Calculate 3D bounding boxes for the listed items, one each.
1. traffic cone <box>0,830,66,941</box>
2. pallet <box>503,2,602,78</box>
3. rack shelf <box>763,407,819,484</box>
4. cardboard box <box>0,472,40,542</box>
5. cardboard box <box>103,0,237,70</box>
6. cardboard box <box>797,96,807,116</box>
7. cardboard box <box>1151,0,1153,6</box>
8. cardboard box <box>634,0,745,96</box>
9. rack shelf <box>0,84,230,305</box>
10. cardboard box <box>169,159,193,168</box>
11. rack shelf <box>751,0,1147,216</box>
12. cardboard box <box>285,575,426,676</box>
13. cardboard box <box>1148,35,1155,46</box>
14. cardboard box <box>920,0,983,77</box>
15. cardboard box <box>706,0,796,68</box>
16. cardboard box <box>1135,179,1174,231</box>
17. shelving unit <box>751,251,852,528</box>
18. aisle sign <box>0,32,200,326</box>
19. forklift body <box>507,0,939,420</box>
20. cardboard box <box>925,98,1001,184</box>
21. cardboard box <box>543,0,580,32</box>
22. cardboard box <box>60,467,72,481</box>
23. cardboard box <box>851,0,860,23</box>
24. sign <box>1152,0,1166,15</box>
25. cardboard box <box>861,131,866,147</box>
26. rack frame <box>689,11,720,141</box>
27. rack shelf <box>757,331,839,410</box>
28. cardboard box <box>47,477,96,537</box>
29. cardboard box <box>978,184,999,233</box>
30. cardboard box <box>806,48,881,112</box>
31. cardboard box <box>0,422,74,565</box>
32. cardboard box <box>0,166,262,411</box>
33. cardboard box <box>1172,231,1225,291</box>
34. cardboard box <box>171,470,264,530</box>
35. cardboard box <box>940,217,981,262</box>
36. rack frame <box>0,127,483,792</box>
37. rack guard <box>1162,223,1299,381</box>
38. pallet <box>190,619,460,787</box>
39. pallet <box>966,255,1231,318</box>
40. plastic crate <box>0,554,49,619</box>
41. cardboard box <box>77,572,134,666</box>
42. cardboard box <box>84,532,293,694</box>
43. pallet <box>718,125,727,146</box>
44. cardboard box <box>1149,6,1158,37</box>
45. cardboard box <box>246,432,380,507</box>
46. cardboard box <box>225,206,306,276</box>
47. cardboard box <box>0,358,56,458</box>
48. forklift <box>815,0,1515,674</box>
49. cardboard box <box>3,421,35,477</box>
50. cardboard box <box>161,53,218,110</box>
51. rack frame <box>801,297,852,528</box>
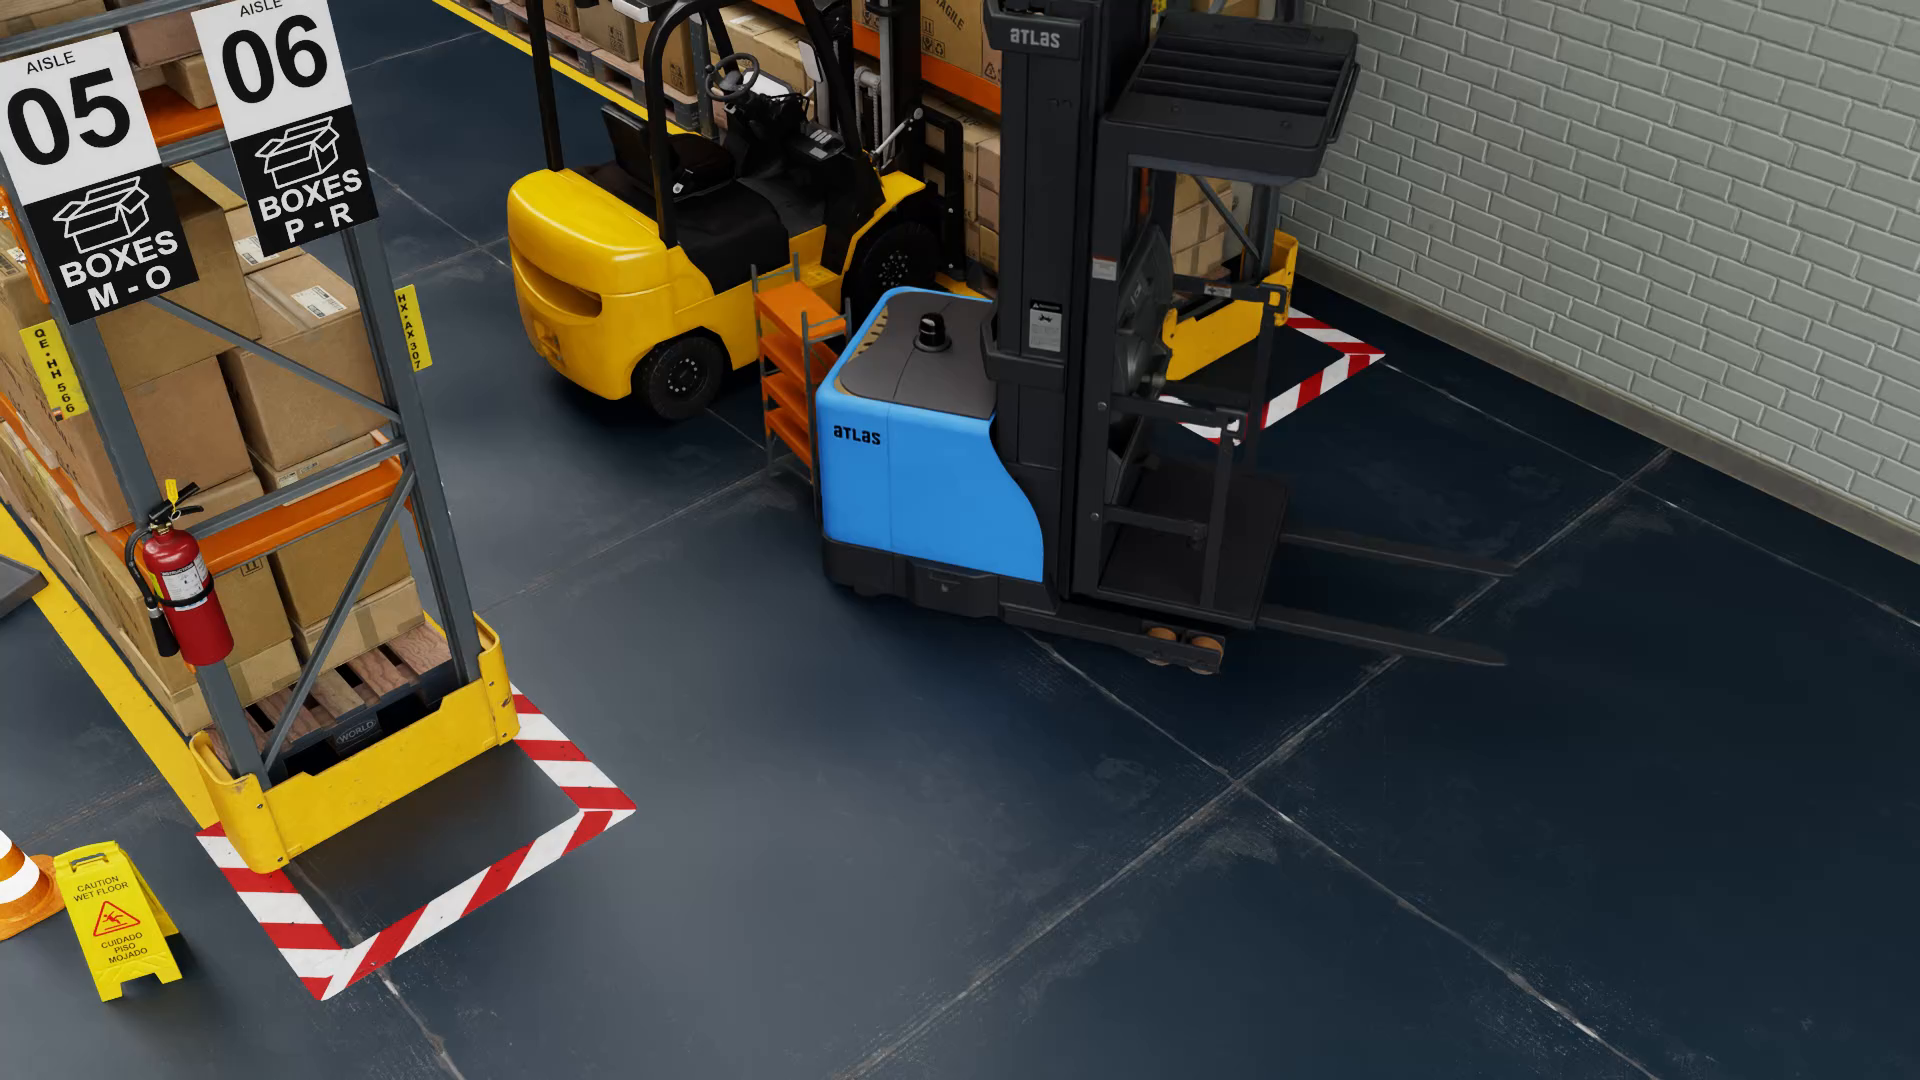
[{"bbox_3d":[-3.555,1.173,6.137,0.336,0.463,0.334,-30,48,-32],"label":"traffic cone"},{"bbox_3d":[-2.722,-3.930,12.655,1.003,0.211,1.213,-30,48,-32],"label":"pallet"},{"bbox_3d":[-0.722,-0.492,8.035,0.258,0.148,0.480,-22,44,-25],"label":"rack shelf"},{"bbox_3d":[-4.089,-0.233,7.714,0.500,0.250,0.500,-31,48,-32],"label":"cardboard box"},{"bbox_3d":[-2.458,-1.733,5.212,0.500,0.250,0.500,-31,48,-32],"label":"cardboard box"},{"bbox_3d":[-0.924,-2.826,10.526,0.500,0.250,0.500,-30,48,-32],"label":"cardboard box"},{"bbox_3d":[0.942,-2.757,8.152,0.380,0.149,0.250,-30,48,-32],"label":"cardboard box"},{"bbox_3d":[-1.727,-3.602,11.586,0.875,0.625,0.625,-28,46,-30],"label":"cardboard box"},{"bbox_3d":[-3.667,-1.976,6.202,1.077,0.370,4.000,-30,48,-32],"label":"rack shelf"},{"bbox_3d":[-3.478,-1.360,6.938,0.500,0.500,0.500,-31,48,-33],"label":"cardboard box"},{"bbox_3d":[-0.013,-2.920,9.758,1.077,0.370,4.000,-30,48,-32],"label":"rack shelf"},{"bbox_3d":[-2.656,0.253,7.112,0.500,0.250,0.500,-30,48,-32],"label":"cardboard box"},{"bbox_3d":[0.814,-2.429,8.499,0.500,0.500,0.500,-31,48,-33],"label":"cardboard box"},{"bbox_3d":[0.123,-2.910,9.094,0.500,0.500,0.500,-31,48,-32],"label":"cardboard box"},{"bbox_3d":[-1.270,-3.251,10.654,0.500,0.250,0.500,-31,48,-32],"label":"cardboard box"},{"bbox_3d":[0.799,-1.837,8.904,0.500,0.250,0.500,-28,47,-30],"label":"cardboard box"},{"bbox_3d":[-0.722,-0.698,7.868,0.258,1.200,0.503,-22,44,-25],"label":"shelving unit"},{"bbox_3d":[-2.486,-1.022,4.767,0.394,0.787,0.004,-30,48,-32],"label":"aisle sign"},{"bbox_3d":[-1.287,-2.046,8.780,2.313,2.155,1.214,-30,48,-32],"label":"forklift body"},{"bbox_3d":[0.100,-2.300,9.477,0.500,0.250,0.500,-29,47,-31],"label":"cardboard box"},{"bbox_3d":[-2.756,-4.311,12.464,0.875,0.625,0.625,-32,49,-33],"label":"cardboard box"},{"bbox_3d":[-3.135,-0.345,6.198,0.380,0.149,0.250,-31,48,-32],"label":"cardboard box"},{"bbox_3d":[-0.550,-3.380,9.676,0.500,0.500,0.500,-30,48,-32],"label":"cardboard box"},{"bbox_3d":[0.931,-2.592,7.670,0.100,0.325,0.005,-30,48,-32],"label":"sign"},{"bbox_3d":[-0.251,-2.354,9.942,0.500,0.250,0.500,-30,48,-32],"label":"cardboard box"},{"bbox_3d":[-1.366,-4.125,10.678,1.000,3.000,0.127,-30,48,-32],"label":"rack frame"},{"bbox_3d":[-0.722,-0.820,7.769,0.258,0.148,0.480,-22,44,-25],"label":"rack shelf"},{"bbox_3d":[-3.346,-0.202,6.562,0.380,0.149,0.250,-29,47,-31],"label":"cardboard box"},{"bbox_3d":[0.449,-1.891,9.369,0.500,0.250,0.500,-30,48,-32],"label":"cardboard box"},{"bbox_3d":[-0.586,-2.784,10.076,0.500,0.250,0.500,-28,47,-30],"label":"cardboard box"},{"bbox_3d":[-3.739,-0.285,7.181,0.500,0.500,0.500,-31,48,-33],"label":"cardboard box"},{"bbox_3d":[-2.820,-0.850,5.511,0.700,0.500,0.500,-31,48,-33],"label":"cardboard box"},{"bbox_3d":[1.152,-1.678,9.502,0.500,0.250,0.500,-30,48,-32],"label":"cardboard box"},{"bbox_3d":[-2.724,-0.147,5.953,0.380,0.149,0.250,-28,47,-30],"label":"cardboard box"},{"bbox_3d":[0.128,-1.920,9.803,0.500,0.250,0.500,-29,47,-31],"label":"cardboard box"},{"bbox_3d":[-2.314,-0.163,5.772,1.000,3.000,0.127,-30,48,-32],"label":"rack frame"},{"bbox_3d":[1.356,-1.290,9.158,1.175,0.500,0.348,-30,48,-32],"label":"rack guard"},{"bbox_3d":[-2.889,0.496,7.176,1.003,0.211,1.213,-30,48,-32],"label":"pallet"},{"bbox_3d":[0.792,-1.525,9.678,1.003,0.211,1.213,-30,48,-32],"label":"pallet"},{"bbox_3d":[-4.561,0.197,7.651,0.583,0.080,0.402,18,42,21],"label":"plastic crate"},{"bbox_3d":[-3.403,0.240,7.127,0.500,0.250,0.500,-30,48,-32],"label":"cardboard box"},{"bbox_3d":[-3.048,0.192,6.591,0.500,0.500,0.500,-30,47,-31],"label":"cardboard box"},{"bbox_3d":[-0.859,-2.655,11.077,1.003,0.211,1.213,-30,48,-32],"label":"pallet"},{"bbox_3d":[0.899,-2.607,8.202,0.380,0.149,0.250,-29,47,-31],"label":"cardboard box"},{"bbox_3d":[-2.391,-0.310,6.155,0.380,0.149,0.250,-30,48,-32],"label":"cardboard box"},{"bbox_3d":[-2.783,-0.893,6.360,0.500,0.500,0.500,-28,47,-31],"label":"cardboard box"},{"bbox_3d":[-3.219,-0.685,6.103,0.500,0.500,0.500,-30,48,-32],"label":"cardboard box"},{"bbox_3d":[0.943,-0.932,6.779,3.031,2.935,1.130,11,40,14],"label":"forklift"},{"bbox_3d":[-3.690,-0.442,6.859,0.380,0.149,0.250,-28,47,-30],"label":"cardboard box"},{"bbox_3d":[-2.299,-1.524,5.270,0.380,0.149,0.250,-30,48,-32],"label":"cardboard box"},{"bbox_3d":[-0.592,-0.569,7.707,0.240,1.200,0.015,-22,44,-25],"label":"rack frame"}]
